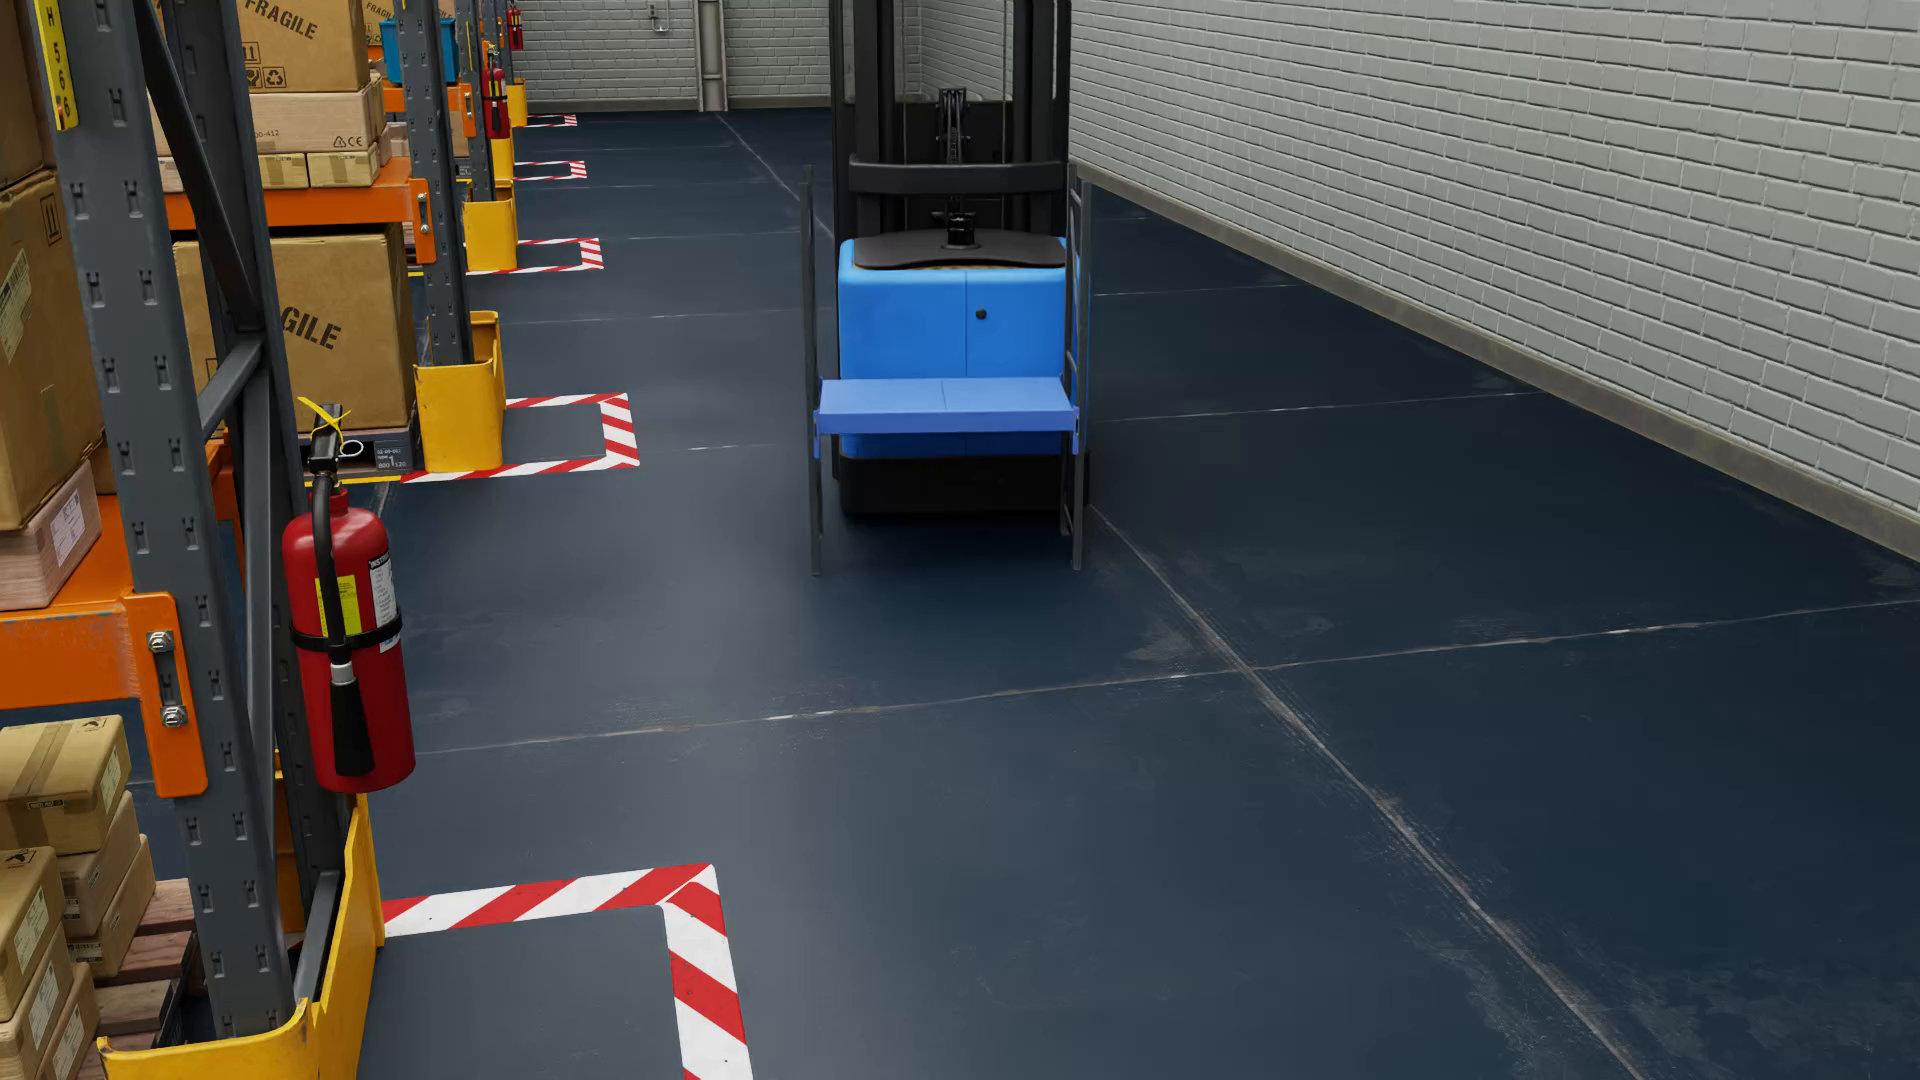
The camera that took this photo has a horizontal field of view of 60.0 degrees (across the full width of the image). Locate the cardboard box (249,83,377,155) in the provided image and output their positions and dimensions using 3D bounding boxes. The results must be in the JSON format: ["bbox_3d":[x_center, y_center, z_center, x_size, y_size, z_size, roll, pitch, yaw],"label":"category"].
[{"bbox_3d":[-2.859,-1.858,7.312,0.500,0.250,0.500,-5,21,-13],"label":"cardboard box"}]

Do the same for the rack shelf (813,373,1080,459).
[{"bbox_3d":[-0.063,-0.491,6.496,1.000,0.185,0.538,-1,20,-3],"label":"rack shelf"}]

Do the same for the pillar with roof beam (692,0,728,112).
[{"bbox_3d":[-2.449,-8.769,17.672,0.400,9.000,9.100,-5,21,-12],"label":"pillar with roof beam"}]

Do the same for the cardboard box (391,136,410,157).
[{"bbox_3d":[-5.612,-3.981,16.802,0.250,0.166,0.380,-5,21,-12],"label":"cardboard box"}]

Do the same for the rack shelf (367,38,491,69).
[{"bbox_3d":[-6.671,-4.736,16.429,4.000,0.370,1.077,-5,21,-12],"label":"rack shelf"}]

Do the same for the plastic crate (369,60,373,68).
[{"bbox_3d":[-4.341,-3.353,11.904,0.243,0.136,0.396,-5,21,-12],"label":"plastic crate"}]

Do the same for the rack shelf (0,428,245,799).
[{"bbox_3d":[-3.352,0.248,2.822,4.000,0.370,1.077,-5,21,-12],"label":"rack shelf"}]

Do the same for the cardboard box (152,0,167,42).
[{"bbox_3d":[-3.465,-2.350,7.565,0.500,0.500,0.500,-5,21,-14],"label":"cardboard box"}]

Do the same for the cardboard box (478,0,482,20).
[{"bbox_3d":[-6.362,-6.987,21.093,0.700,0.700,0.980,-4,20,-10],"label":"cardboard box"}]

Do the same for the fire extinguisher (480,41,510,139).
[{"bbox_3d":[-3.337,-3.222,11.905,0.183,0.674,0.296,-5,21,-12],"label":"fire extinguisher"}]

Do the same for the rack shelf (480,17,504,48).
[{"bbox_3d":[-7.815,-6.394,20.955,4.000,0.370,1.077,-5,21,-12],"label":"rack shelf"}]

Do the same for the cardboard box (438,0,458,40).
[{"bbox_3d":[-5.098,-5.153,16.375,0.500,0.500,0.500,-4,20,-11],"label":"cardboard box"}]

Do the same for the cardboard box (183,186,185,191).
[{"bbox_3d":[-3.218,-1.619,7.239,0.250,0.149,0.380,-5,21,-12],"label":"cardboard box"}]

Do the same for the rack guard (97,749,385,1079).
[{"bbox_3d":[-1.480,0.932,3.544,0.348,0.500,1.175,-5,21,-12],"label":"rack guard"}]

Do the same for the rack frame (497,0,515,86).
[{"bbox_3d":[-5.868,-6.890,21.263,0.127,3.000,1.000,-5,21,-12],"label":"rack frame"}]

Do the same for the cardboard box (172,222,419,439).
[{"bbox_3d":[-3.053,-1.038,7.766,0.875,0.875,0.875,-5,21,-12],"label":"cardboard box"}]

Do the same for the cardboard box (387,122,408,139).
[{"bbox_3d":[-5.806,-4.160,17.169,0.500,0.250,0.500,-5,21,-12],"label":"cardboard box"}]

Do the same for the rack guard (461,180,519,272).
[{"bbox_3d":[-3.568,-2.407,12.658,0.348,0.500,1.175,-5,21,-12],"label":"rack guard"}]

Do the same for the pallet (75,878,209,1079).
[{"bbox_3d":[-2.279,1.120,3.450,1.213,0.211,1.003,-5,21,-12],"label":"pallet"}]

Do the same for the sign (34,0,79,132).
[{"bbox_3d":[-1.298,-0.753,2.365,0.005,0.325,0.100,-5,21,-12],"label":"sign"}]

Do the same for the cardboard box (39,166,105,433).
[{"bbox_3d":[-1.906,-0.491,3.218,0.500,0.500,0.500,-4,20,-10],"label":"cardboard box"}]

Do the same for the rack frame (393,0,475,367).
[{"bbox_3d":[-2.449,-1.916,7.685,0.127,3.000,1.000,-5,21,-12],"label":"rack frame"}]

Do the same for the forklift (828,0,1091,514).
[{"bbox_3d":[-0.060,-1.945,7.864,1.130,2.935,3.031,-1,20,-3],"label":"forklift"}]

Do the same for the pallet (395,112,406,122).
[{"bbox_3d":[-6.628,-5.491,21.499,1.213,0.211,1.003,-5,21,-12],"label":"pallet"}]

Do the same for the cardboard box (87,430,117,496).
[{"bbox_3d":[-1.797,-0.214,3.403,0.250,0.149,0.380,-5,21,-13],"label":"cardboard box"}]

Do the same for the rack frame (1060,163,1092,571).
[{"bbox_3d":[0.445,-0.668,6.459,0.032,1.500,0.500,-1,20,-3],"label":"rack frame"}]

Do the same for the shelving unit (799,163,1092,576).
[{"bbox_3d":[-0.063,-0.659,6.434,1.048,1.500,0.538,-1,20,-3],"label":"shelving unit"}]

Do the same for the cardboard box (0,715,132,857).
[{"bbox_3d":[-1.994,0.542,3.643,0.250,0.149,0.380,-6,21,-15],"label":"cardboard box"}]

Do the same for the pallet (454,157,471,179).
[{"bbox_3d":[-5.574,-3.853,17.028,1.213,0.211,1.003,-5,21,-12],"label":"pallet"}]

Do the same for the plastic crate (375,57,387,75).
[{"bbox_3d":[-4.236,-3.571,12.499,0.298,0.136,0.250,-5,21,-12],"label":"plastic crate"}]

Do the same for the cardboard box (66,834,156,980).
[{"bbox_3d":[-1.989,0.828,3.728,0.250,0.149,0.380,-4,21,-11],"label":"cardboard box"}]

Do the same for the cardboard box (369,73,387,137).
[{"bbox_3d":[-2.978,-2.038,7.802,0.500,0.250,0.500,-5,21,-14],"label":"cardboard box"}]

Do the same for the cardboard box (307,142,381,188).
[{"bbox_3d":[-2.720,-1.660,7.350,0.250,0.149,0.380,-4,21,-11],"label":"cardboard box"}]

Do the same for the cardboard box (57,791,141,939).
[{"bbox_3d":[-1.975,0.709,3.619,0.250,0.149,0.380,-4,20,-10],"label":"cardboard box"}]

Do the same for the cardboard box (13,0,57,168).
[{"bbox_3d":[-1.904,-0.957,3.036,0.500,0.500,0.500,-5,21,-13],"label":"cardboard box"}]

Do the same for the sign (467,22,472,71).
[{"bbox_3d":[-3.446,-3.468,11.683,0.005,0.325,0.100,-5,21,-12],"label":"sign"}]

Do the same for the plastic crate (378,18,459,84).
[{"bbox_3d":[-3.872,-3.530,11.951,0.499,0.435,0.616,-5,21,-12],"label":"plastic crate"}]
